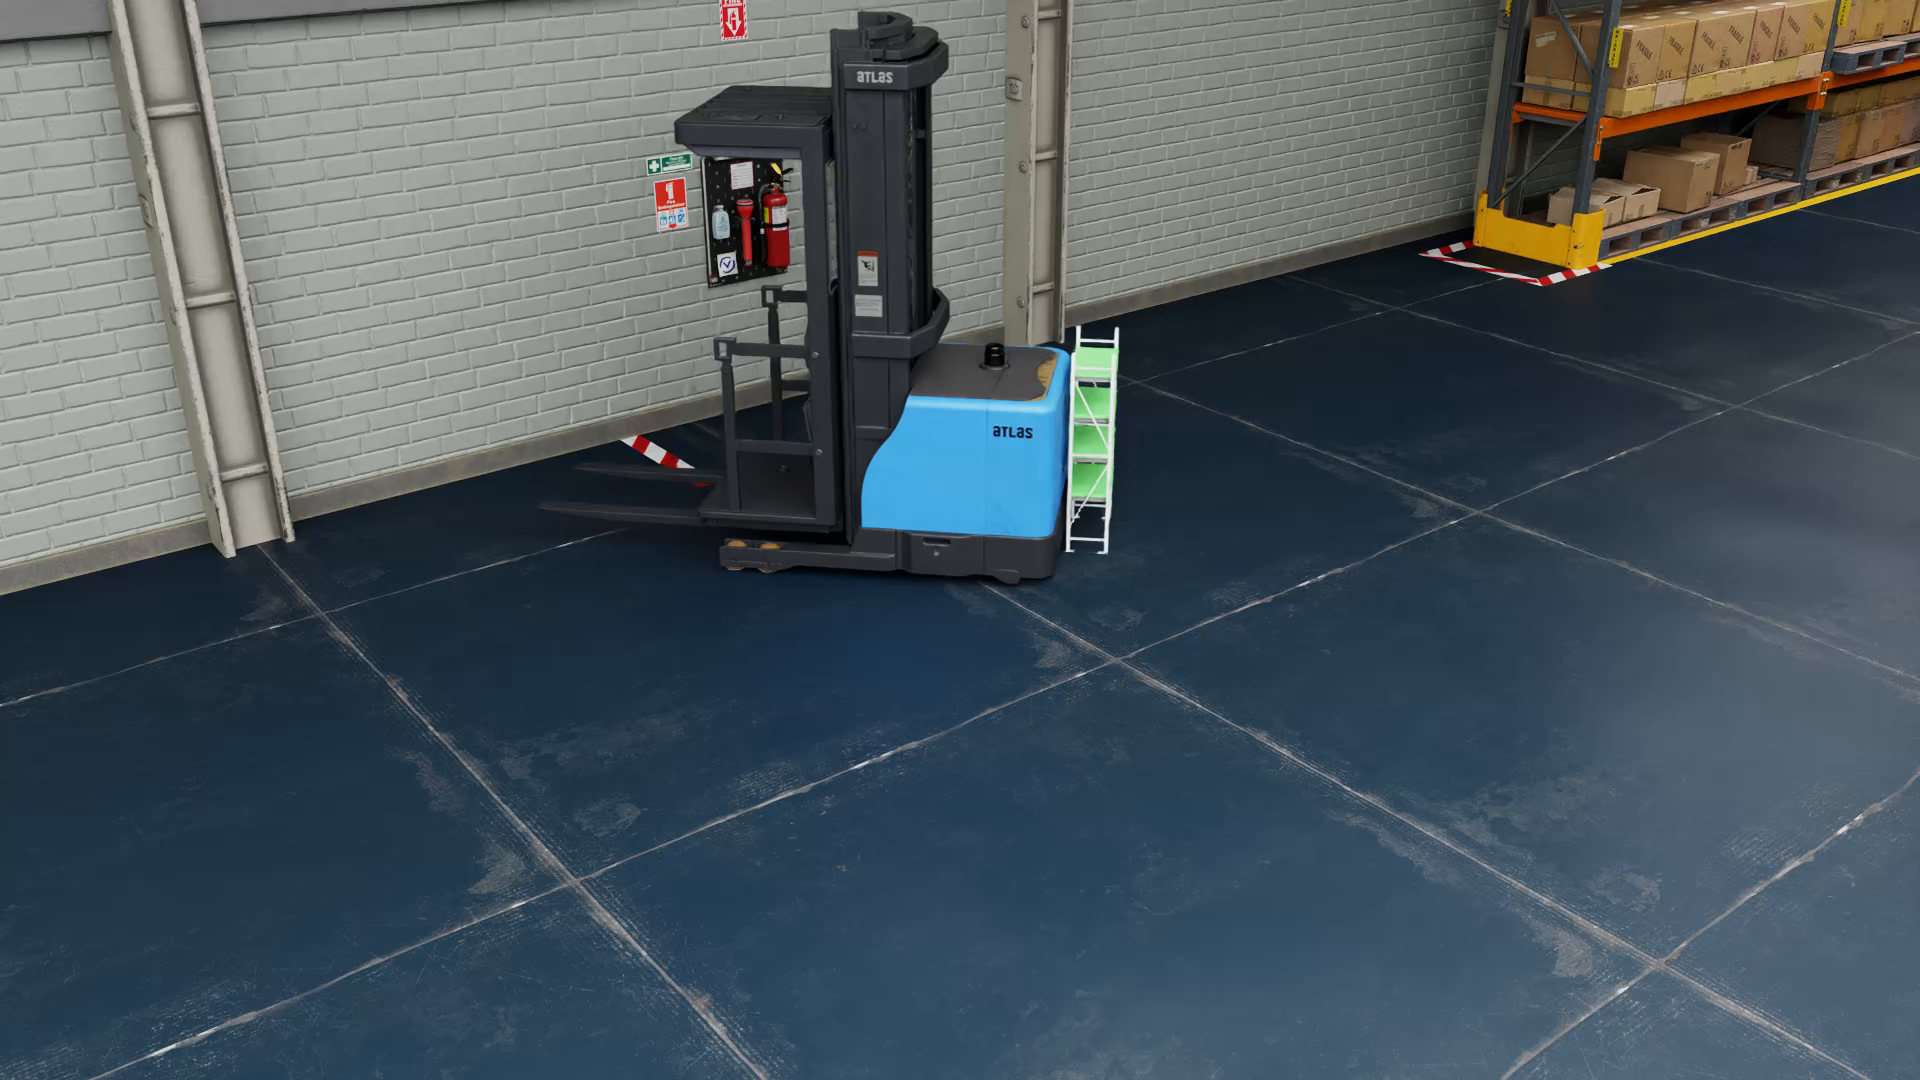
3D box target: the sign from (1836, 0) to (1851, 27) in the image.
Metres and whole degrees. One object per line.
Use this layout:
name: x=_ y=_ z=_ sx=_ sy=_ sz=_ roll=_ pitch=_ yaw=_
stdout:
sign: x=8.771 y=-5.262 z=16.497 sx=0.005 sy=0.325 sz=0.100 roll=-18 pitch=31 yaw=-34

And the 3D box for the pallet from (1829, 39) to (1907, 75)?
pallet: x=9.121 y=-5.111 z=17.427 sx=1.213 sy=0.211 sz=1.003 roll=-18 pitch=31 yaw=-34

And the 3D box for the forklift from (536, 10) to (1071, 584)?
forklift: x=-0.913 y=-1.359 z=9.197 sx=3.031 sy=2.935 sz=1.130 roll=4 pitch=25 yaw=8

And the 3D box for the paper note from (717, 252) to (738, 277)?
paper note: x=-1.572 y=-1.866 z=11.254 sx=0.142 sy=0.148 sz=0.016 roll=-18 pitch=31 yaw=-34

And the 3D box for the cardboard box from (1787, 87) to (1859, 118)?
cardboard box: x=9.343 y=-4.766 z=18.011 sx=0.500 sy=0.250 sz=0.500 roll=-19 pitch=31 yaw=-35

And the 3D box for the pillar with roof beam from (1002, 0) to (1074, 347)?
pillar with roof beam: x=3.234 y=-4.213 z=8.139 sx=0.400 sy=9.000 sz=9.100 roll=-18 pitch=31 yaw=-34

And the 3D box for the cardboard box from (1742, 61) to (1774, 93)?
cardboard box: x=7.461 y=-4.503 z=16.043 sx=0.500 sy=0.250 sz=0.500 roll=-18 pitch=31 yaw=-34

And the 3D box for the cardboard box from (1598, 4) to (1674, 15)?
cardboard box: x=6.329 y=-4.746 z=15.676 sx=0.500 sy=0.500 sz=0.500 roll=-19 pitch=31 yaw=-35

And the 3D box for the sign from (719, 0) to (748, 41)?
sign: x=-1.458 y=-3.371 z=10.697 sx=0.199 sy=0.298 sz=0.001 roll=-18 pitch=31 yaw=-34

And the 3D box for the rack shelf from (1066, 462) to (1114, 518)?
rack shelf: x=0.760 y=-0.299 z=9.691 sx=0.258 sy=0.148 sz=0.480 roll=3 pitch=25 yaw=6

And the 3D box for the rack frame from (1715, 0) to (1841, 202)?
rack frame: x=8.430 y=-5.048 z=17.063 sx=0.127 sy=3.000 sz=1.000 roll=-18 pitch=31 yaw=-34

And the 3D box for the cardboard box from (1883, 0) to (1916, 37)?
cardboard box: x=9.795 y=-5.738 z=17.908 sx=0.500 sy=0.500 sz=0.700 roll=-14 pitch=28 yaw=-27

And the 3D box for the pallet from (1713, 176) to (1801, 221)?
pallet: x=7.923 y=-3.596 z=17.249 sx=1.213 sy=0.211 sz=1.003 roll=-18 pitch=31 yaw=-34

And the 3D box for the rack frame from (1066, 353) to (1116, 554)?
rack frame: x=0.731 y=-0.473 z=9.343 sx=0.240 sy=1.200 sz=0.015 roll=3 pitch=25 yaw=6

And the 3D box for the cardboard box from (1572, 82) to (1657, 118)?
cardboard box: x=5.862 y=-3.971 z=14.898 sx=0.500 sy=0.250 sz=0.500 roll=-19 pitch=31 yaw=-35

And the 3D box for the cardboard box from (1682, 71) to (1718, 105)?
cardboard box: x=6.667 y=-4.241 z=15.479 sx=0.500 sy=0.250 sz=0.500 roll=-19 pitch=31 yaw=-35

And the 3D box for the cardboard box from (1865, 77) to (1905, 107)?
cardboard box: x=10.154 y=-5.026 z=18.571 sx=0.500 sy=0.250 sz=0.500 roll=-18 pitch=31 yaw=-34

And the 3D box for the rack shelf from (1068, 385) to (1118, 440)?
rack shelf: x=0.761 y=-0.734 z=9.488 sx=0.258 sy=0.148 sz=0.480 roll=3 pitch=25 yaw=6

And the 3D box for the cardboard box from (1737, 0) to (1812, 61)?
cardboard box: x=7.860 y=-4.972 z=16.163 sx=0.500 sy=0.500 sz=0.500 roll=-18 pitch=31 yaw=-34

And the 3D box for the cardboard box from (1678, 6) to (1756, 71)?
cardboard box: x=7.048 y=-4.709 z=15.598 sx=0.500 sy=0.500 sz=0.500 roll=-17 pitch=30 yaw=-32

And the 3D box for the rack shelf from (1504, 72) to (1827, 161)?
rack shelf: x=6.856 y=-4.202 z=16.095 sx=4.000 sy=0.370 sz=1.077 roll=-18 pitch=31 yaw=-34

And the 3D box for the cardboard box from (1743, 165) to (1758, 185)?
cardboard box: x=8.028 y=-3.813 z=17.246 sx=0.380 sy=0.166 sz=0.250 roll=22 pitch=33 yaw=39

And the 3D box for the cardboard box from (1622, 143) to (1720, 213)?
cardboard box: x=6.939 y=-3.546 z=16.275 sx=0.500 sy=0.500 sz=0.700 roll=-21 pitch=32 yaw=-37

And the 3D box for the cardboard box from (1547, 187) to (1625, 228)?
cardboard box: x=5.882 y=-3.138 z=15.620 sx=0.500 sy=0.311 sz=0.500 roll=-23 pitch=33 yaw=-40

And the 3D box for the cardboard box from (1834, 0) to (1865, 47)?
cardboard box: x=8.852 y=-5.413 z=17.210 sx=0.500 sy=0.500 sz=0.700 roll=-18 pitch=30 yaw=-34

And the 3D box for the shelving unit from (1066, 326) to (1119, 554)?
shelving unit: x=0.761 y=-0.575 z=9.563 sx=0.258 sy=1.200 sz=0.503 roll=3 pitch=25 yaw=6

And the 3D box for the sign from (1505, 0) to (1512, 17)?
sign: x=4.956 y=-4.866 z=14.921 sx=0.005 sy=0.325 sz=0.100 roll=-18 pitch=31 yaw=-34

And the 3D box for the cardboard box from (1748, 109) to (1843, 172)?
cardboard box: x=8.999 y=-4.310 z=17.920 sx=0.500 sy=0.500 sz=0.700 roll=-17 pitch=30 yaw=-32

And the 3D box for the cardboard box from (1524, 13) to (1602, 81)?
cardboard box: x=5.522 y=-4.483 z=15.109 sx=0.500 sy=0.500 sz=0.500 roll=-19 pitch=31 yaw=-35

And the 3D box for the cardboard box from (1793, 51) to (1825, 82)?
cardboard box: x=8.244 y=-4.765 z=16.609 sx=0.500 sy=0.250 sz=0.500 roll=-18 pitch=30 yaw=-34

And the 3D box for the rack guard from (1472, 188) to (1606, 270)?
rack guard: x=5.342 y=-2.894 z=15.393 sx=0.348 sy=0.500 sz=1.175 roll=-18 pitch=31 yaw=-34

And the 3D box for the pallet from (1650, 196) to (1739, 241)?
pallet: x=6.963 y=-3.278 z=16.562 sx=1.213 sy=0.211 sz=1.003 roll=-18 pitch=31 yaw=-34

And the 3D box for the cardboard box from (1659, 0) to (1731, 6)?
cardboard box: x=7.126 y=-5.015 z=16.256 sx=0.500 sy=0.500 sz=0.500 roll=-17 pitch=30 yaw=-33

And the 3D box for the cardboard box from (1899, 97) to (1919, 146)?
cardboard box: x=10.566 y=-4.853 z=19.090 sx=0.500 sy=0.500 sz=0.700 roll=-18 pitch=31 yaw=-34

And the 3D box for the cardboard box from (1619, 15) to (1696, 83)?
cardboard box: x=6.239 y=-4.439 z=15.016 sx=0.500 sy=0.500 sz=0.500 roll=-18 pitch=30 yaw=-34

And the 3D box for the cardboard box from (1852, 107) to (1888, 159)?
cardboard box: x=9.801 y=-4.580 z=18.502 sx=0.500 sy=0.500 sz=0.700 roll=-18 pitch=30 yaw=-33

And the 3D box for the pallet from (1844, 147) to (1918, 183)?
pallet: x=10.002 y=-4.304 z=18.773 sx=1.213 sy=0.211 sz=1.003 roll=-18 pitch=31 yaw=-34
